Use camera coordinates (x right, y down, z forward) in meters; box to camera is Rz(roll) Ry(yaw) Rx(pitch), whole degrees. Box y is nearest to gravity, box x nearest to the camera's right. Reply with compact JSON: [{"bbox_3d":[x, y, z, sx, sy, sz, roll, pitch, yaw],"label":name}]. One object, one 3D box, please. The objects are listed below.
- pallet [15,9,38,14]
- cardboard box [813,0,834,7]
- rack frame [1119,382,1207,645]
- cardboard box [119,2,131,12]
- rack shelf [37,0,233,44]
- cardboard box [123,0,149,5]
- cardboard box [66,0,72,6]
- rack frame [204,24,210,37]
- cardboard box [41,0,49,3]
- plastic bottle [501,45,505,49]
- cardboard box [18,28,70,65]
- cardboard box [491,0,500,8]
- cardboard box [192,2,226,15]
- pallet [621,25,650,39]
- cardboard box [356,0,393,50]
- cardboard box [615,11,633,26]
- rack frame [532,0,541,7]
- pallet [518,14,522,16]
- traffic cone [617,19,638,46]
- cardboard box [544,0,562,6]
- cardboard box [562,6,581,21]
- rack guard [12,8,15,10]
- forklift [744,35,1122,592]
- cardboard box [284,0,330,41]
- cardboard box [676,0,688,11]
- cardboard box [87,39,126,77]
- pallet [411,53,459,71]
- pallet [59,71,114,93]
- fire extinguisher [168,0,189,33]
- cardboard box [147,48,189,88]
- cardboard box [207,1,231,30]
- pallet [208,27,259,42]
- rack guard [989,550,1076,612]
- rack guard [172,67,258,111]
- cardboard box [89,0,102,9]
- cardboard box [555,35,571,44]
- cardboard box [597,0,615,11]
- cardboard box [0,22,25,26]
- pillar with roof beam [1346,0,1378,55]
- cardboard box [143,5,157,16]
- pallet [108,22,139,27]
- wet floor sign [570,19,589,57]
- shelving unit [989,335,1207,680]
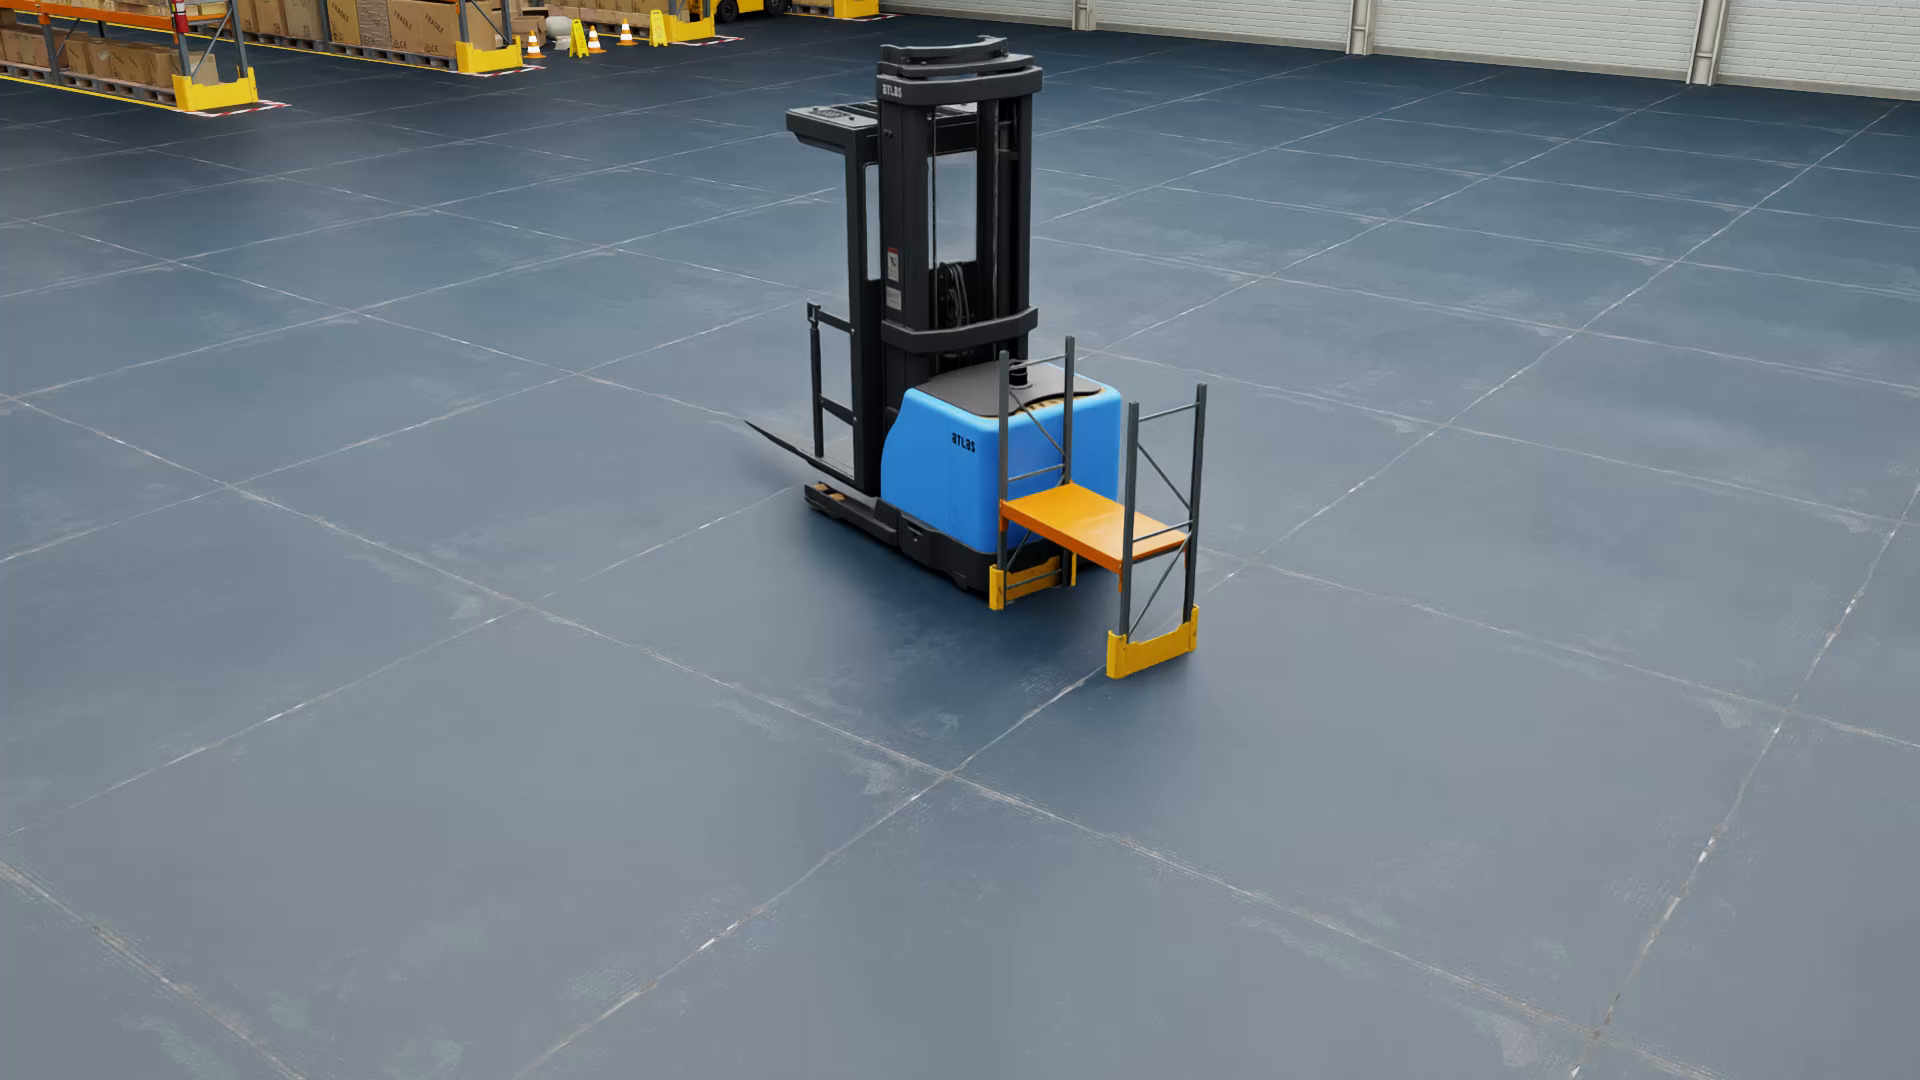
[{"bbox_3d":[-20.232,-11.887,36.967,1.213,0.211,1.003,17,29,33],"label":"pallet"},{"bbox_3d":[-2.823,-11.690,35.950,0.500,0.250,0.500,17,29,34],"label":"cardboard box"},{"bbox_3d":[1.026,-0.037,8.475,0.500,1.500,0.032,-17,29,-33],"label":"rack frame"},{"bbox_3d":[-12.537,-8.129,25.290,0.250,0.149,0.380,17,29,33],"label":"cardboard box"},{"bbox_3d":[-12.775,-8.099,25.803,4.000,0.370,1.077,17,29,33],"label":"rack shelf"},{"bbox_3d":[-12.070,-8.350,24.989,0.500,0.500,0.875,17,29,33],"label":"cardboard box"},{"bbox_3d":[-13.769,-8.474,26.074,0.250,0.149,0.380,17,29,33],"label":"cardboard box"},{"bbox_3d":[-14.521,-11.455,32.527,0.127,3.000,1.000,17,29,33],"label":"rack frame"},{"bbox_3d":[-14.384,-8.648,26.468,0.250,0.149,0.380,17,29,33],"label":"cardboard box"},{"bbox_3d":[-8.470,-9.220,31.099,0.283,0.061,0.133,7,25,15],"label":"plastic bottle"},{"bbox_3d":[-15.224,-8.246,27.799,0.500,0.500,0.700,17,29,33],"label":"cardboard box"},{"bbox_3d":[-9.476,-10.730,33.044,0.500,0.500,0.500,17,29,33],"label":"cardboard box"},{"bbox_3d":[-11.260,-7.975,24.942,0.250,0.149,0.380,17,29,33],"label":"cardboard box"},{"bbox_3d":[-5.921,-10.092,32.893,1.213,0.211,1.003,17,29,33],"label":"pallet"},{"bbox_3d":[-10.135,-9.316,29.787,0.875,0.875,0.875,17,29,34],"label":"cardboard box"},{"bbox_3d":[-6.449,-10.312,32.823,0.500,0.250,0.500,17,29,33],"label":"cardboard box"},{"bbox_3d":[-8.432,-12.109,34.012,0.127,3.000,1.000,17,29,33],"label":"rack frame"},{"bbox_3d":[-9.056,-11.021,35.001,1.213,0.211,1.003,17,29,33],"label":"pallet"},{"bbox_3d":[-6.349,-9.669,31.620,0.334,0.463,0.336,17,29,33],"label":"traffic cone"},{"bbox_3d":[-8.122,-11.156,33.809,0.500,0.500,0.500,18,30,36],"label":"cardboard box"},{"bbox_3d":[-7.688,-10.688,33.676,0.500,0.250,0.500,19,30,36],"label":"cardboard box"},{"bbox_3d":[-20.861,-12.227,37.380,0.348,0.500,1.175,17,29,33],"label":"rack guard"},{"bbox_3d":[-0.338,-1.577,10.194,1.130,2.935,3.031,-17,29,-33],"label":"forklift"},{"bbox_3d":[-11.871,-9.771,30.976,0.750,0.750,1.050,17,29,33],"label":"cardboard box"},{"bbox_3d":[-5.730,-10.709,32.793,0.500,0.500,0.500,16,28,32],"label":"cardboard box"},{"bbox_3d":[-13.616,-7.714,26.617,0.500,0.500,0.500,-16,28,-31],"label":"cardboard box"},{"bbox_3d":[-8.806,-8.412,29.081,1.213,0.211,1.003,17,29,33],"label":"pallet"},{"bbox_3d":[-13.817,-7.484,26.975,1.213,0.211,1.003,17,29,33],"label":"pallet"},{"bbox_3d":[-11.359,-7.733,24.176,0.183,0.674,0.296,17,29,33],"label":"fire extinguisher"},{"bbox_3d":[-12.163,-7.282,25.638,0.500,0.500,0.500,-17,29,-34],"label":"cardboard box"},{"bbox_3d":[-14.087,-10.441,32.496,0.750,0.750,1.050,16,29,33],"label":"cardboard box"},{"bbox_3d":[-13.935,-9.964,32.602,1.213,0.211,1.003,17,29,33],"label":"pallet"},{"bbox_3d":[0.418,0.207,9.471,0.587,0.250,0.087,-17,29,-33],"label":"rack guard"},{"bbox_3d":[-11.235,-6.819,25.106,0.348,0.500,1.175,17,29,33],"label":"rack guard"},{"bbox_3d":[-13.176,-8.289,25.654,0.250,0.149,0.380,17,29,33],"label":"cardboard box"},{"bbox_3d":[-7.491,-9.502,31.632,0.380,0.149,0.250,-10,26,-21],"label":"cardboard box"},{"bbox_3d":[-6.848,-10.778,32.950,0.500,0.500,0.500,16,28,32],"label":"cardboard box"},{"bbox_3d":[-16.577,-8.651,28.718,0.500,0.500,0.700,14,27,29],"label":"cardboard box"},{"bbox_3d":[4.747,-11.658,25.548,0.400,9.000,9.100,17,29,33],"label":"pillar with roof beam"},{"bbox_3d":[-11.957,-7.936,24.853,0.250,0.149,0.380,17,29,33],"label":"cardboard box"},{"bbox_3d":[-17.098,-10.958,34.859,1.213,0.211,1.003,17,29,33],"label":"pallet"},{"bbox_3d":[-6.908,-9.075,30.045,0.232,0.644,0.267,12,26,24],"label":"wet floor sign"},{"bbox_3d":[0.716,-0.204,8.854,0.587,1.500,1.083,-17,29,-33],"label":"shelving unit"}]
